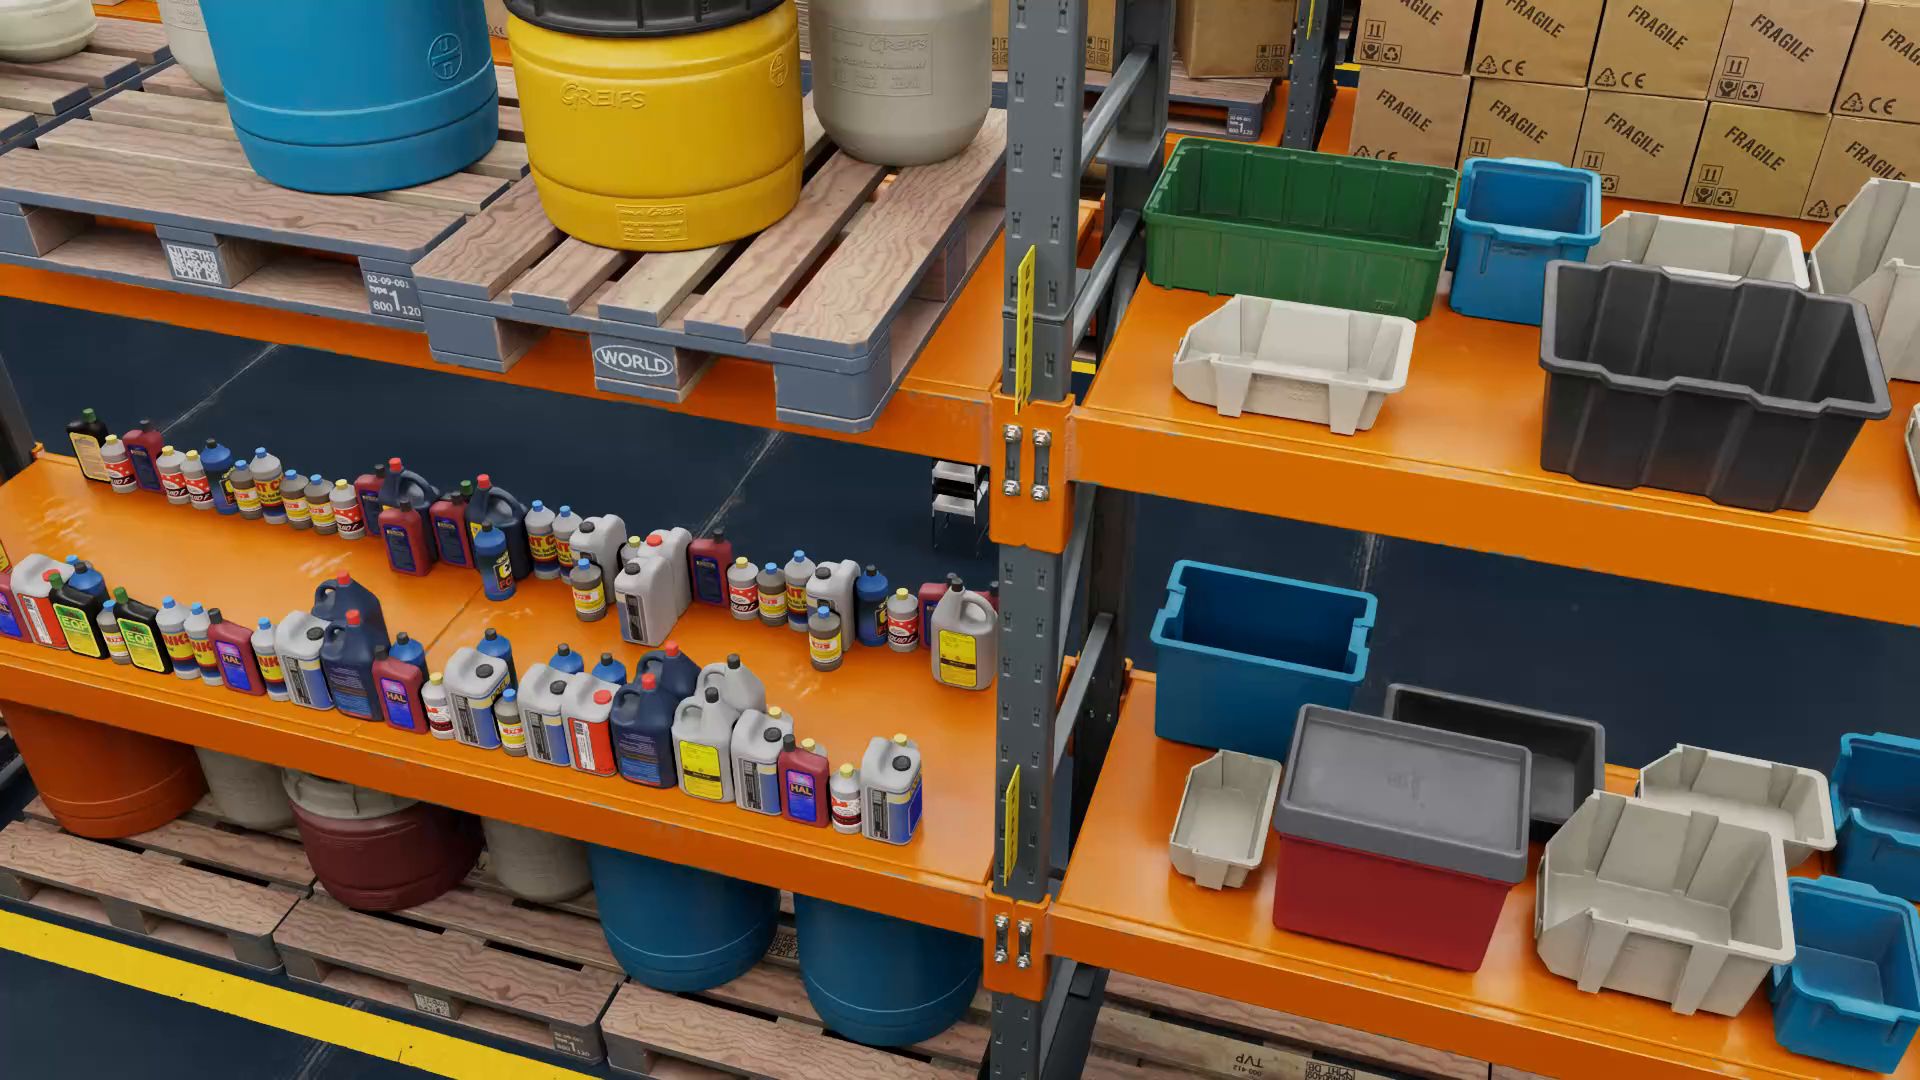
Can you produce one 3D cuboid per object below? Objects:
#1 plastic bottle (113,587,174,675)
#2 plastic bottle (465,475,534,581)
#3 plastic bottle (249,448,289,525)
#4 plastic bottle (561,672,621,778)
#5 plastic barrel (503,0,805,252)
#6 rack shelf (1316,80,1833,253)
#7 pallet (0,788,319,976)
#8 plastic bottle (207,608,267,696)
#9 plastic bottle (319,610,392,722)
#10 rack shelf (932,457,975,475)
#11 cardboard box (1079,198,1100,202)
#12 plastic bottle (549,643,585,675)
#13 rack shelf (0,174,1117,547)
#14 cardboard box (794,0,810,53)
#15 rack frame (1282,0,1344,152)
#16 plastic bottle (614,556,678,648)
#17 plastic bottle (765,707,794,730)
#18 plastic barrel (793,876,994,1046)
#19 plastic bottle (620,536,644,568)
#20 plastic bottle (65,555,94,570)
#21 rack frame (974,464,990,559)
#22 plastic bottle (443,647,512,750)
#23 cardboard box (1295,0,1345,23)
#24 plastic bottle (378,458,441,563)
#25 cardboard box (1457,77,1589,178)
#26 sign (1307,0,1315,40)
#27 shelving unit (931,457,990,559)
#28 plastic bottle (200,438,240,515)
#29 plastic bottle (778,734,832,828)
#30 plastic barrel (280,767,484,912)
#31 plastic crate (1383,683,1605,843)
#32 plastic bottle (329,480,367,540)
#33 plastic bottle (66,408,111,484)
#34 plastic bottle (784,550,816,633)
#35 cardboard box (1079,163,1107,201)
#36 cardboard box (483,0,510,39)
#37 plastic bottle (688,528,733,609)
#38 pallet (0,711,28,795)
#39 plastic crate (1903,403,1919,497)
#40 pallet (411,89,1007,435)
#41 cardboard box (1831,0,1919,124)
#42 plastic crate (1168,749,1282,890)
[{"bbox_3d":[-2.433,0.268,4.954,0.133,0.283,0.061,10,38,14],"label":"plastic bottle"},{"bbox_3d":[-1.479,-0.051,5.330,0.185,0.351,0.144,10,38,14],"label":"plastic bottle"},{"bbox_3d":[-2.316,-0.188,5.584,0.097,0.271,0.097,0,36,0],"label":"plastic bottle"},{"bbox_3d":[-1.011,0.506,4.637,0.135,0.276,0.152,10,38,14],"label":"plastic bottle"},{"bbox_3d":[-0.640,-1.003,3.539,0.600,0.588,0.600,0,36,0],"label":"plastic barrel"},{"bbox_3d":[3.681,-1.662,8.085,4.000,0.370,1.077,10,38,14],"label":"rack shelf"},{"bbox_3d":[-2.761,1.028,6.175,1.213,0.211,1.003,10,38,14],"label":"pallet"},{"bbox_3d":[-2.120,0.326,4.875,0.133,0.283,0.061,10,38,14],"label":"plastic bottle"},{"bbox_3d":[-1.734,0.344,4.794,0.185,0.351,0.144,10,38,14],"label":"plastic bottle"},{"bbox_3d":[0.008,-0.407,7.448,0.200,0.077,0.258,10,38,14],"label":"rack shelf"},{"bbox_3d":[0.747,-1.493,8.986,0.500,0.500,0.500,11,38,14],"label":"cardboard box"},{"bbox_3d":[-1.120,0.410,4.771,0.097,0.271,0.097,0,36,0],"label":"plastic bottle"},{"bbox_3d":[-1.617,-0.776,4.350,4.000,0.370,1.077,10,38,14],"label":"rack shelf"},{"bbox_3d":[-0.595,-2.905,8.728,0.500,0.500,0.700,18,40,22],"label":"cardboard box"},{"bbox_3d":[1.772,-2.306,8.352,0.127,3.000,1.000,10,38,14],"label":"rack frame"},{"bbox_3d":[-0.966,0.171,5.091,0.135,0.276,0.152,10,38,14],"label":"plastic bottle"},{"bbox_3d":[-0.510,0.551,4.638,0.097,0.201,0.097,0,36,0],"label":"plastic bottle"},{"bbox_3d":[-0.222,1.066,5.186,0.708,0.901,0.600,10,38,14],"label":"plastic barrel"},{"bbox_3d":[-1.023,0.079,5.279,0.097,0.201,0.097,0,36,0],"label":"plastic bottle"},{"bbox_3d":[-2.748,0.137,5.202,0.097,0.201,0.097,0,36,0],"label":"plastic bottle"},{"bbox_3d":[0.105,-0.343,7.457,0.006,0.900,0.240,10,38,14],"label":"rack frame"},{"bbox_3d":[-1.361,0.441,4.725,0.135,0.276,0.152,10,38,14],"label":"plastic bottle"},{"bbox_3d":[2.587,-4.454,12.730,0.750,0.750,0.750,11,38,14],"label":"cardboard box"},{"bbox_3d":[-1.782,-0.107,5.406,0.185,0.351,0.144,10,38,14],"label":"plastic bottle"},{"bbox_3d":[2.667,-2.013,7.870,0.500,0.500,0.500,11,38,15],"label":"cardboard box"},{"bbox_3d":[1.610,-2.457,7.581,0.005,0.325,0.100,10,38,14],"label":"sign"},{"bbox_3d":[0.008,-0.361,7.481,0.210,0.900,0.258,10,38,14],"label":"shelving unit"},{"bbox_3d":[-2.502,-0.223,5.631,0.097,0.271,0.097,0,36,0],"label":"plastic bottle"},{"bbox_3d":[-0.415,0.641,4.446,0.133,0.283,0.061,10,38,14],"label":"plastic bottle"},{"bbox_3d":[-1.976,0.868,5.721,0.708,0.588,0.600,10,38,14],"label":"plastic barrel"},{"bbox_3d":[1.440,0.629,4.547,0.590,0.125,0.437,10,38,14],"label":"plastic crate"},{"bbox_3d":[-2.037,-0.109,5.535,0.097,0.201,0.097,0,36,0],"label":"plastic bottle"},{"bbox_3d":[-3.013,-0.334,5.771,0.133,0.283,0.061,10,38,14],"label":"plastic bottle"},{"bbox_3d":[-0.488,0.150,5.124,0.097,0.271,0.097,0,36,0],"label":"plastic bottle"},{"bbox_3d":[0.871,-1.787,9.386,0.500,0.500,0.500,11,38,15],"label":"cardboard box"},{"bbox_3d":[-2.380,-3.066,9.460,0.500,0.311,0.500,13,38,17],"label":"cardboard box"},{"bbox_3d":[-0.779,0.080,5.209,0.133,0.283,0.061,10,38,14],"label":"plastic bottle"},{"bbox_3d":[-4.254,0.753,6.548,1.213,0.211,1.003,10,38,14],"label":"pallet"},{"bbox_3d":[2.064,-0.123,3.079,0.530,0.136,0.437,10,38,14],"label":"plastic crate"},{"bbox_3d":[-0.485,-0.719,3.825,1.003,0.211,1.213,10,38,14],"label":"pallet"},{"bbox_3d":[4.105,-2.142,7.203,0.500,0.500,0.500,11,38,15],"label":"cardboard box"},{"bbox_3d":[0.693,0.741,4.384,0.243,0.136,0.396,10,38,14],"label":"plastic crate"}]
